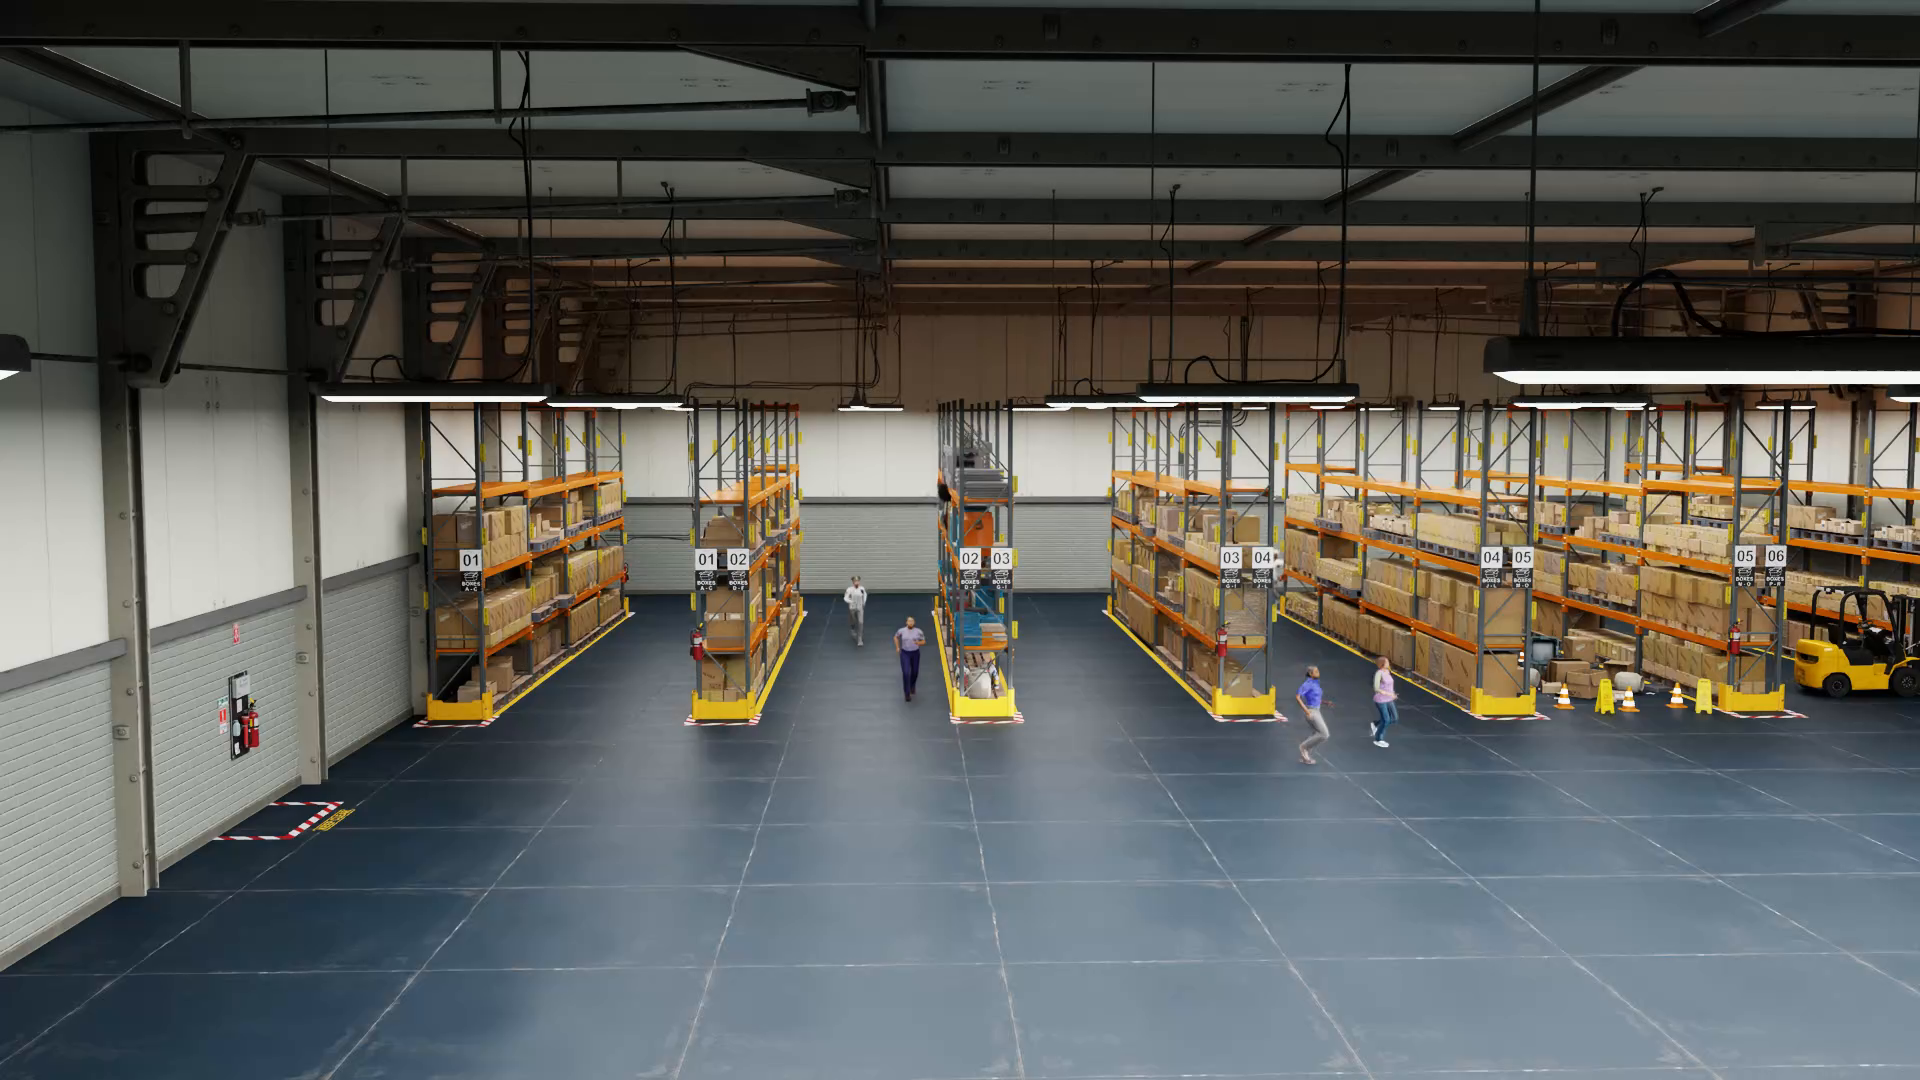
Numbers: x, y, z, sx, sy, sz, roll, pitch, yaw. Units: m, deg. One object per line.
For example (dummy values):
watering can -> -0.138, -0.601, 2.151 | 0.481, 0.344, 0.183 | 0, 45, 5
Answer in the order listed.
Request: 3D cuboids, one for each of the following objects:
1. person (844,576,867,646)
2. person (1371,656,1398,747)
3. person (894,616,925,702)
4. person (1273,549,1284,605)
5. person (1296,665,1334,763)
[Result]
person -> -2.608, 1.740, 41.458 | 0.578, 1.721, 1.066 | 0, 4, -6
person -> 7.295, 2.780, 28.628 | 0.544, 1.560, 0.537 | 4, 6, 40
person -> -0.995, 2.363, 33.365 | 0.594, 1.652, 0.865 | -1, 4, -11
person -> 9.161, 1.140, 48.721 | 0.963, 1.747, 0.759 | -2, 5, -21
person -> 5.805, 2.856, 27.126 | 0.569, 1.603, 0.560 | 2, 5, 24
